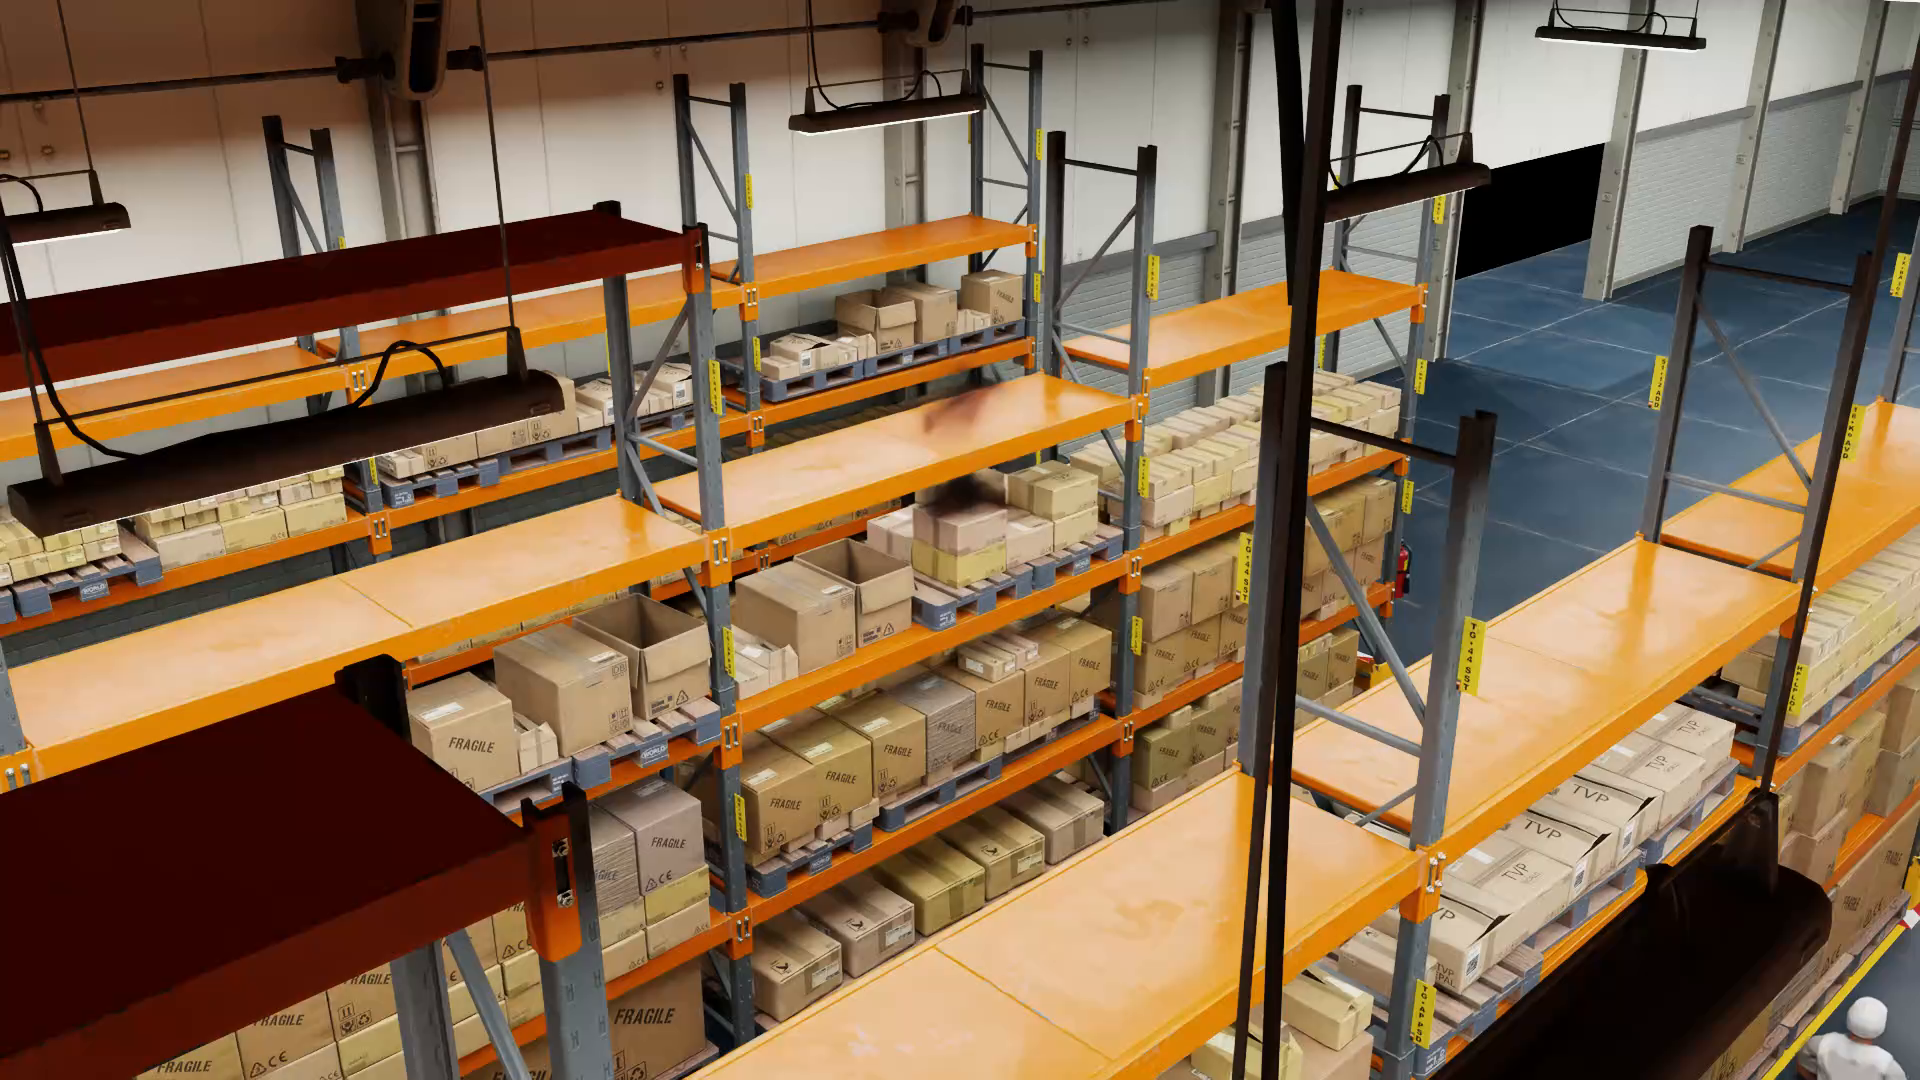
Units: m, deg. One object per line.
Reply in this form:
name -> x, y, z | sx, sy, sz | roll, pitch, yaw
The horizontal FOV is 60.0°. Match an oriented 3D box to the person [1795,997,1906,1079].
person -> 5.380, 3.489, 10.091 | 0.643, 1.742, 0.615 | 16, 27, 33
